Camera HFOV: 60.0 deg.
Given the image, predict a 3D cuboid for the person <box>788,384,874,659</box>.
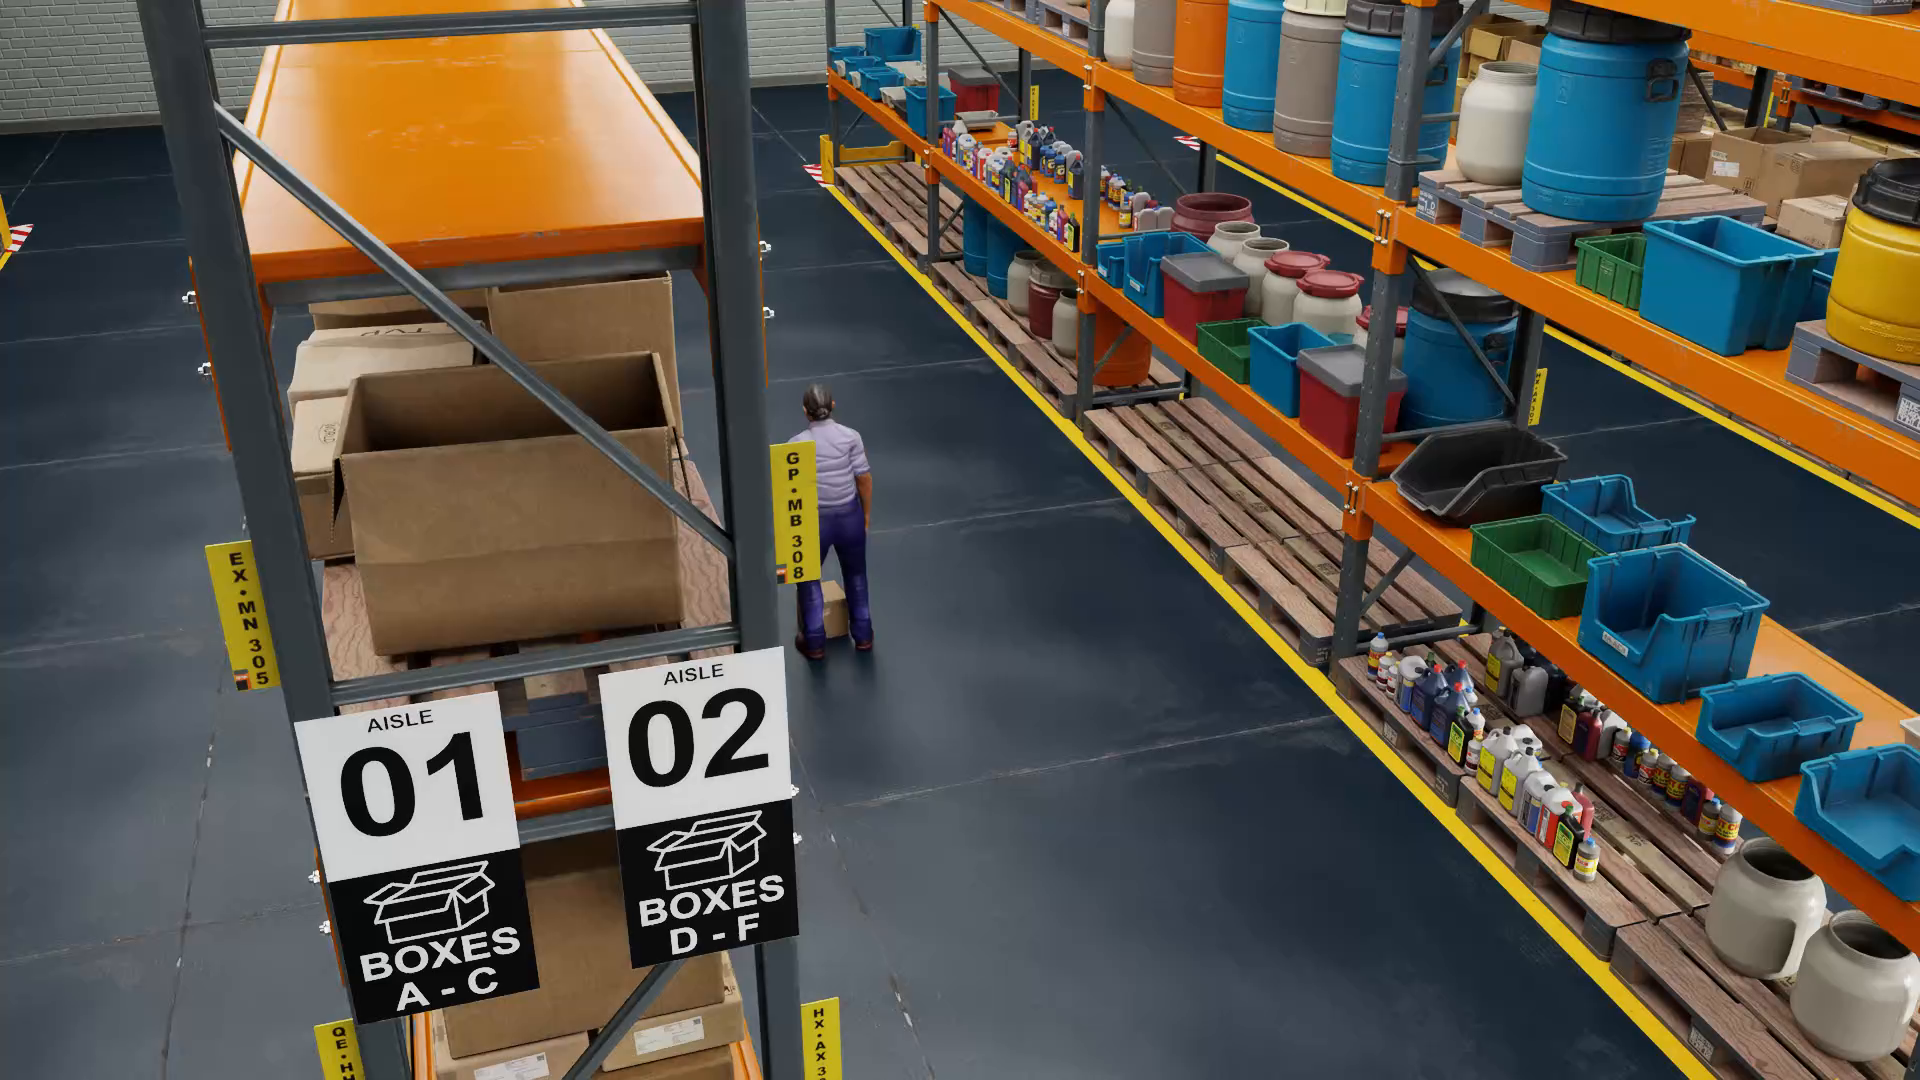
[{"bbox_3d":[-0.753,-0.099,9.555,0.538,1.652,0.371,-8,28,-16],"label":"person"}]
